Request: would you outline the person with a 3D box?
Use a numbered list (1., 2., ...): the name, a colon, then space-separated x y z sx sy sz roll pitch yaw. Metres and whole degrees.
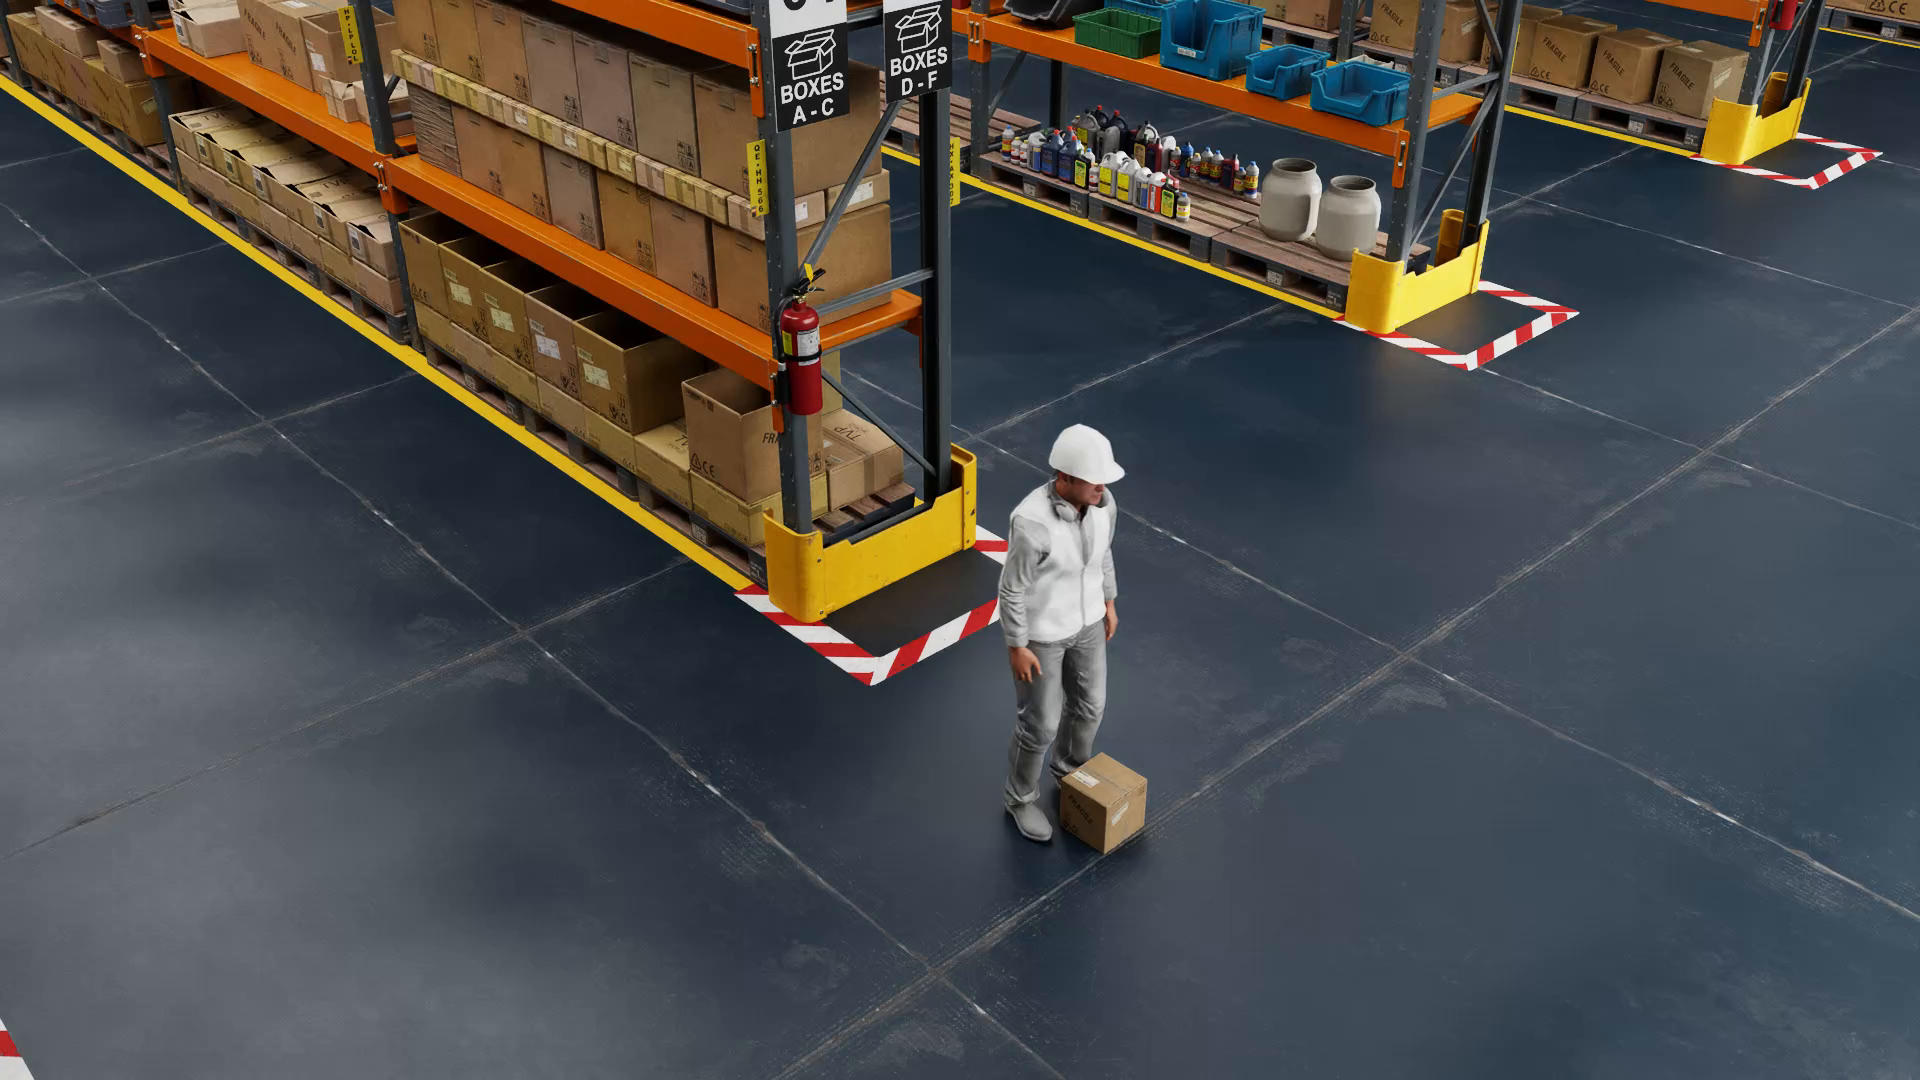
1. person: 0.399 0.334 6.568 0.580 1.768 0.464 -26 40 -35
